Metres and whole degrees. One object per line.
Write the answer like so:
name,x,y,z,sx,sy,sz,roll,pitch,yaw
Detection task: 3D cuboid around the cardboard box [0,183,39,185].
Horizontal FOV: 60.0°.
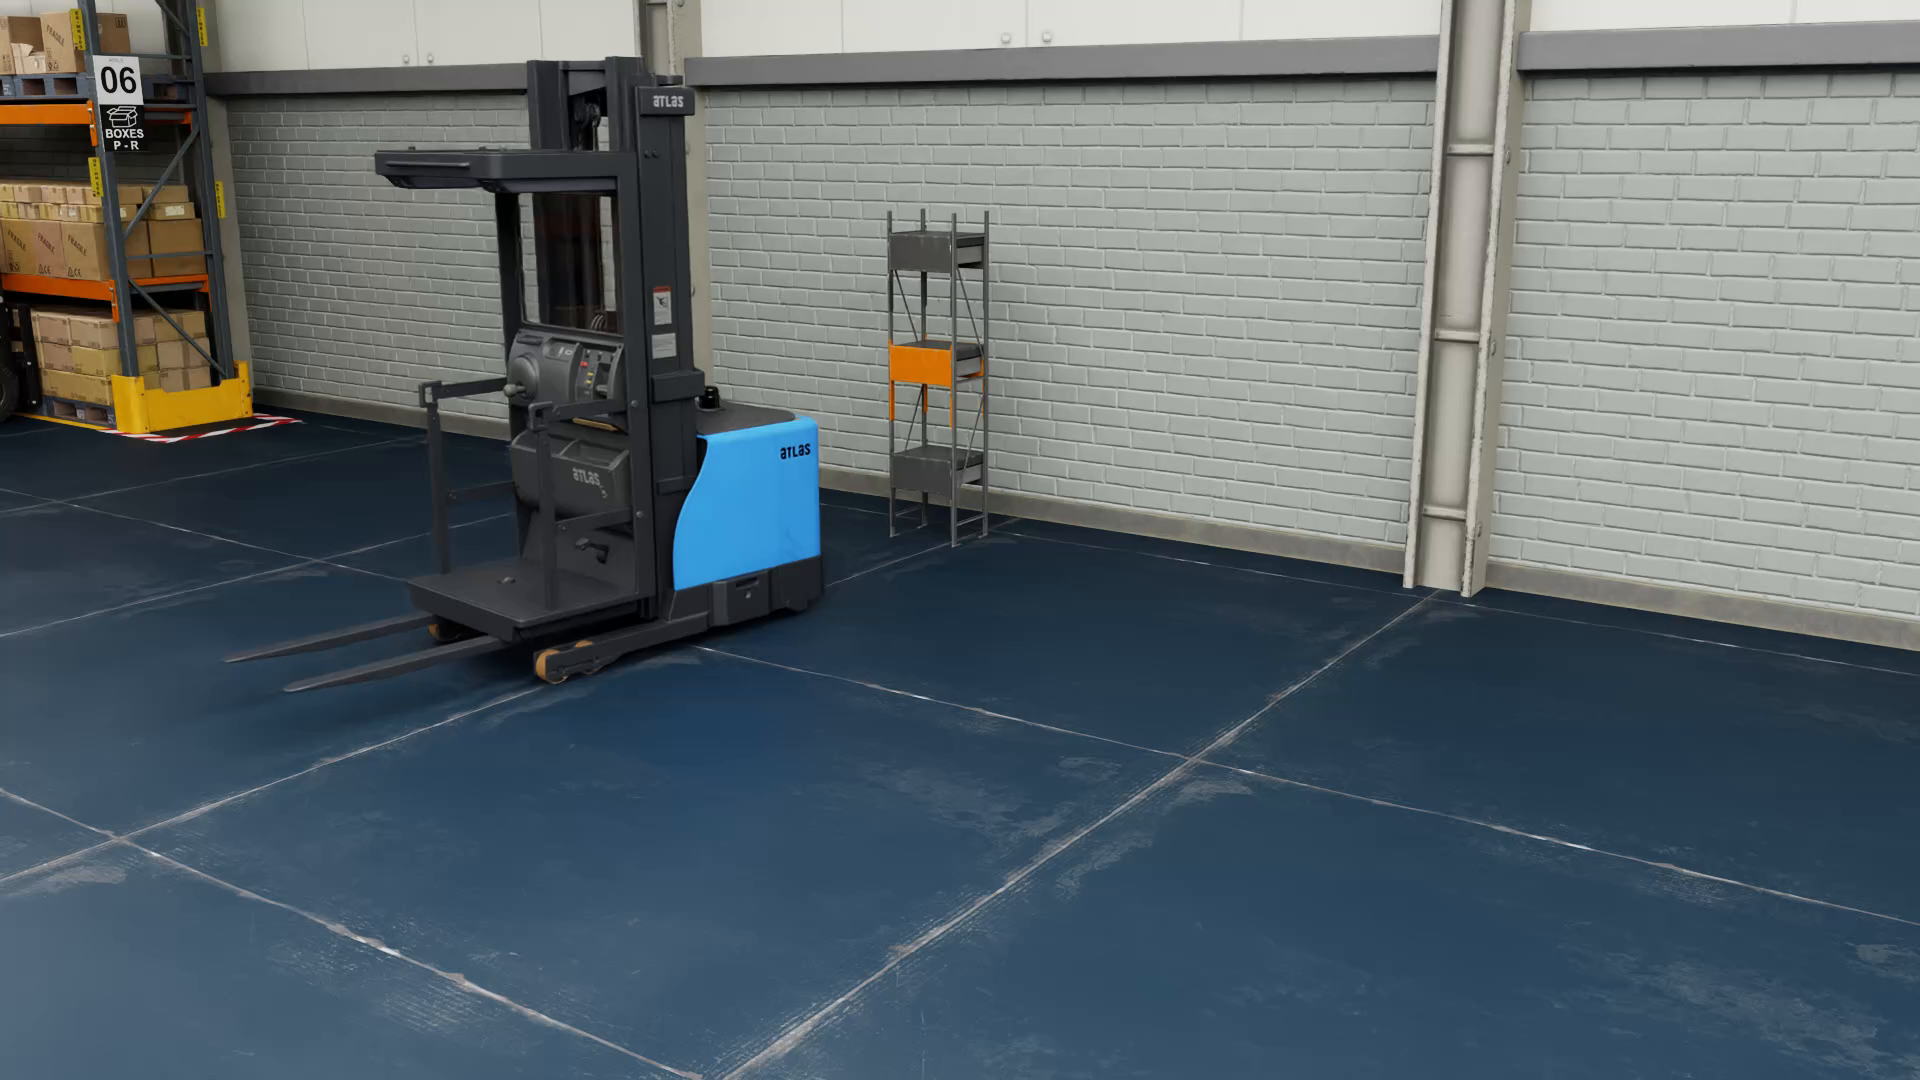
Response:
cardboard box,-8.738,-3.241,15.496,0.250,0.149,0.380,9,17,34

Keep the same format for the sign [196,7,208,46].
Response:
sign,-6.732,-4.551,14.740,0.005,0.325,0.100,9,17,33

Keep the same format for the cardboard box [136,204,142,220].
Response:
cardboard box,-7.424,-3.004,15.156,0.250,0.149,0.380,9,17,33

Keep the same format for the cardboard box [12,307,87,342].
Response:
cardboard box,-8.454,-2.010,15.466,0.500,0.250,0.500,9,17,34

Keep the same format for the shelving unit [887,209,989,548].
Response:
shelving unit,-0.137,-1.041,10.661,0.503,2.100,0.431,9,17,33

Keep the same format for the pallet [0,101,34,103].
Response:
pallet,-9.644,-4.363,16.147,1.213,0.211,1.003,9,17,33

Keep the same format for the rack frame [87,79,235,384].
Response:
rack frame,-7.047,-2.523,14.771,0.127,3.000,1.000,9,17,33

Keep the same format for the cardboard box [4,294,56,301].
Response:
cardboard box,-9.421,-2.321,16.725,0.500,0.250,0.500,9,16,32

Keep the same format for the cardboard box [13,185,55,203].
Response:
cardboard box,-8.359,-3.154,15.145,0.250,0.149,0.380,10,17,34

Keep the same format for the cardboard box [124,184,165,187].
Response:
cardboard box,-7.392,-3.166,15.194,0.250,0.149,0.380,10,17,35

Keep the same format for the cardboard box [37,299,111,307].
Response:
cardboard box,-8.587,-2.185,16.174,0.500,0.250,0.500,9,16,32

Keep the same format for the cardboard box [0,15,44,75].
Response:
cardboard box,-8.344,-4.448,15.015,0.500,0.500,0.700,9,17,33

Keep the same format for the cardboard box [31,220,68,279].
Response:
cardboard box,-8.027,-2.656,15.103,0.500,0.500,0.500,10,17,35

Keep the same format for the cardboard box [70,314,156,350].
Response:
cardboard box,-7.603,-1.877,14.929,0.500,0.250,0.500,10,17,35

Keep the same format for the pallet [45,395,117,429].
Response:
pallet,-7.705,-1.263,15.487,1.213,0.211,1.003,9,17,33

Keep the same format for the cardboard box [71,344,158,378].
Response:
cardboard box,-7.625,-1.637,15.003,0.500,0.250,0.500,9,16,32

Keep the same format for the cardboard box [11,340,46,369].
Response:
cardboard box,-8.476,-1.772,15.546,0.500,0.250,0.500,9,16,32

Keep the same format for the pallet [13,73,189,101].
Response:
pallet,-7.619,-4.036,14.825,1.213,0.211,1.003,9,17,33

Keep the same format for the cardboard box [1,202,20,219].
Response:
cardboard box,-8.569,-3.044,15.318,0.250,0.149,0.380,9,17,33

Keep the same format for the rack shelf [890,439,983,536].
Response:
rack shelf,-0.137,-0.349,10.832,0.480,0.518,0.431,9,17,33

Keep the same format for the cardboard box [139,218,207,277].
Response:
cardboard box,-7.303,-2.693,15.251,0.500,0.500,0.500,10,17,35

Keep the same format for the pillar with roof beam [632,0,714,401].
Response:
pillar with roof beam,-4.546,-4.045,8.435,0.400,9.000,9.100,9,17,33

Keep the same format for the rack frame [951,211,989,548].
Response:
rack frame,0.065,-1.009,10.528,0.015,2.100,0.400,9,17,33

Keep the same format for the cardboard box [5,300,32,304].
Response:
cardboard box,-9.302,-2.151,16.038,0.500,0.250,0.500,10,17,35

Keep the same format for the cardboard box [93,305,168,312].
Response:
cardboard box,-7.757,-2.046,15.611,0.500,0.250,0.500,9,17,33

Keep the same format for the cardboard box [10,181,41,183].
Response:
cardboard box,-9.074,-3.450,16.339,0.250,0.149,0.380,9,16,32

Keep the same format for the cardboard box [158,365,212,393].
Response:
cardboard box,-7.345,-1.497,15.475,0.500,0.250,0.500,9,17,33

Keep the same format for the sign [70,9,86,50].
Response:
sign,-7.361,-4.264,13.884,0.005,0.325,0.100,9,17,33

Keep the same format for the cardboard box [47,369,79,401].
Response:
cardboard box,-8.020,-1.460,15.328,0.500,0.250,0.500,9,17,33

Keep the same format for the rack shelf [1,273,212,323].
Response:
rack shelf,-8.706,-2.442,15.941,4.000,0.370,1.077,9,17,33

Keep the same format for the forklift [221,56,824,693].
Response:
forklift,-2.132,-0.866,8.224,1.130,2.935,3.031,13,19,42

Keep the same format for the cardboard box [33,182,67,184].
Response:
cardboard box,-8.695,-3.366,16.001,0.250,0.149,0.380,10,17,34

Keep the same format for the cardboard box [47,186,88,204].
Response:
cardboard box,-7.916,-3.093,14.898,0.250,0.149,0.380,10,17,34

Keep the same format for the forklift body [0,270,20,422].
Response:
forklift body,-9.639,-2.001,14.431,1.214,2.155,2.313,9,17,33

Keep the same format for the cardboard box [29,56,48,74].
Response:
cardboard box,-7.904,-4.160,14.583,0.250,0.149,0.380,9,16,31

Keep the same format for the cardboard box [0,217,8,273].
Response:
cardboard box,-8.876,-2.790,15.643,0.500,0.500,0.500,9,17,33

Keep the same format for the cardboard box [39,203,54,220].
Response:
cardboard box,-8.100,-2.987,15.091,0.250,0.149,0.380,9,17,32

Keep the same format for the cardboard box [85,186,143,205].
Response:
cardboard box,-7.462,-3.036,14.670,0.250,0.149,0.380,9,17,33

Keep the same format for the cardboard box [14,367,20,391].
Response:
cardboard box,-8.874,-1.594,15.870,0.500,0.250,0.500,10,17,35

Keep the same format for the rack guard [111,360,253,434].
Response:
rack guard,-7.027,-1.306,15.058,0.348,0.500,1.175,9,17,33

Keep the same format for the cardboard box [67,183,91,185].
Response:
cardboard box,-8.224,-3.314,15.790,0.250,0.149,0.380,9,16,31

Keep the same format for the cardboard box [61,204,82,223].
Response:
cardboard box,-7.720,-2.905,14.758,0.250,0.149,0.380,9,17,34
